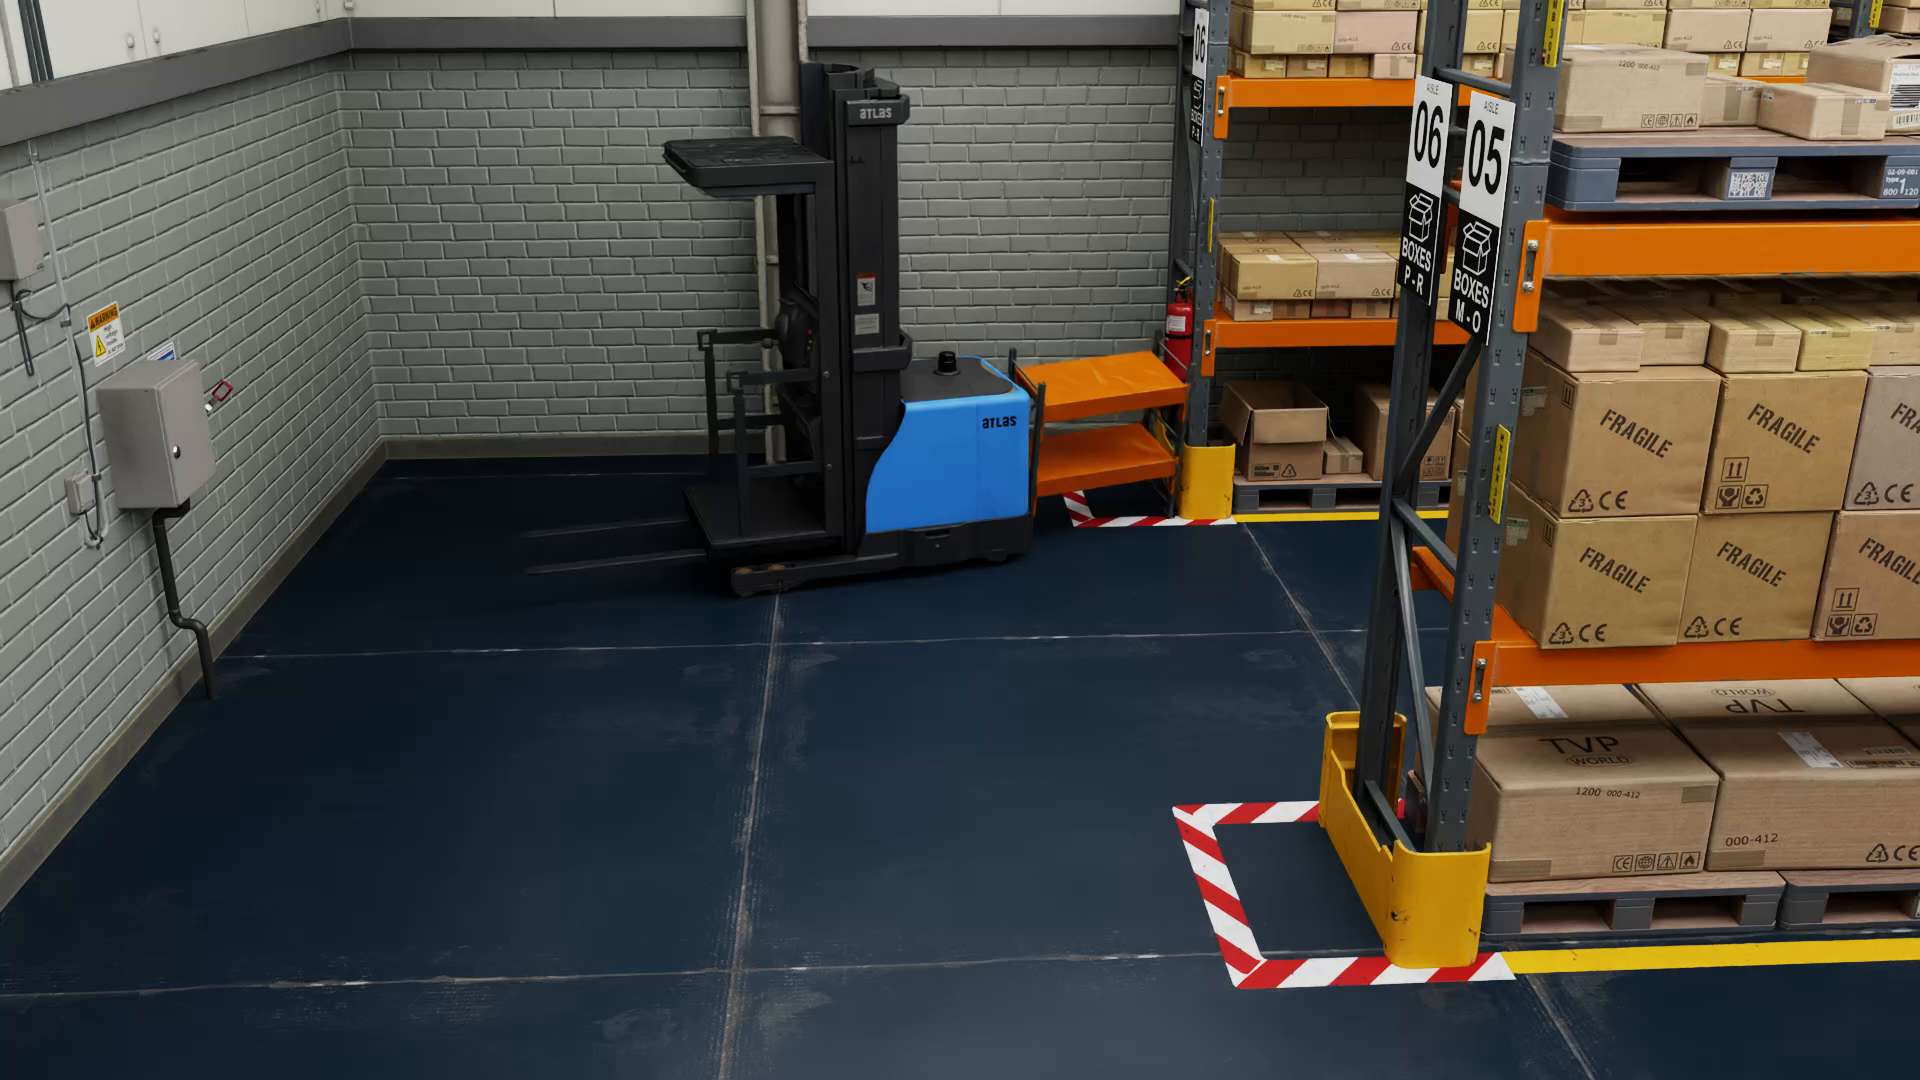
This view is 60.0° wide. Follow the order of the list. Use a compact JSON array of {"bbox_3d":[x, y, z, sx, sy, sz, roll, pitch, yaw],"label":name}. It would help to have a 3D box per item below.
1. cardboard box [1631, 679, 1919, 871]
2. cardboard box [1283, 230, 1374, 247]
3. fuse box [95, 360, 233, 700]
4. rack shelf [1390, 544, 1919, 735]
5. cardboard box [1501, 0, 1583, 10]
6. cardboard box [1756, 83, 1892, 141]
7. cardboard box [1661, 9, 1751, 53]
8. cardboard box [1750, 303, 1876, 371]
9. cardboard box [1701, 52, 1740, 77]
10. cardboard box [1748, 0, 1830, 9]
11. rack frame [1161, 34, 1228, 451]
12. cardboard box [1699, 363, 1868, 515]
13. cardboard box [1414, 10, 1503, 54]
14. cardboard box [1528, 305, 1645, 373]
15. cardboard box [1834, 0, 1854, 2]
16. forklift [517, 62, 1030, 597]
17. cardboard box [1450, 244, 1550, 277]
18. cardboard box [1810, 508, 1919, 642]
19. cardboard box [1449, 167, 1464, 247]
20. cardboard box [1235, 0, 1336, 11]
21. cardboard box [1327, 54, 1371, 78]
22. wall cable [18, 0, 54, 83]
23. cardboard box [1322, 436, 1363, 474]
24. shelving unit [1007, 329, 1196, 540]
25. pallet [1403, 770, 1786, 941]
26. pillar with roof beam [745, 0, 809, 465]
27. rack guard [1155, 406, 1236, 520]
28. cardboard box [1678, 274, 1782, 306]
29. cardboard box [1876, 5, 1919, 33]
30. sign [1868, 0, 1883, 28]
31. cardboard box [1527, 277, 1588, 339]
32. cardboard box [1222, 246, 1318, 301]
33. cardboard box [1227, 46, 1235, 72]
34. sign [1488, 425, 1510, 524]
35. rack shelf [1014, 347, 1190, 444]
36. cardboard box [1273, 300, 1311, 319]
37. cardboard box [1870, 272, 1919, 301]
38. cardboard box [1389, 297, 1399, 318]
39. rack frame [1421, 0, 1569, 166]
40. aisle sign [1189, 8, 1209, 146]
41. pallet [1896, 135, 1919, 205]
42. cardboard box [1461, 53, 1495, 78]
[{"bbox_3d":[3.376,0.951,6.917,0.875,0.438,0.875,-1,21,-2],"label":"cardboard box"},{"bbox_3d":[2.481,-1.925,11.254,0.500,0.250,0.500,-1,21,-3],"label":"cardboard box"},{"bbox_3d":[-3.793,-0.003,8.225,0.414,1.711,0.539,-1,21,-3],"label":"fuse box"},{"bbox_3d":[3.806,0.316,6.585,4.000,0.370,1.077,-1,21,-3],"label":"rack shelf"},{"bbox_3d":[3.497,-3.399,10.208,0.500,0.250,0.500,-1,21,-2],"label":"cardboard box"},{"bbox_3d":[2.909,-1.447,5.612,0.250,0.149,0.380,0,21,-1],"label":"cardboard box"},{"bbox_3d":[4.530,-3.181,10.338,0.500,0.250,0.500,-2,21,-5],"label":"cardboard box"},{"bbox_3d":[2.965,-0.712,5.818,0.250,0.149,0.380,-2,21,-5],"label":"cardboard box"},{"bbox_3d":[4.660,-2.990,10.395,0.250,0.149,0.380,0,21,-1],"label":"cardboard box"},{"bbox_3d":[5.025,-3.432,10.295,0.500,0.250,0.500,-1,21,-3],"label":"cardboard box"},{"bbox_3d":[1.522,-1.742,10.982,0.127,3.000,1.000,-1,21,-3],"label":"rack frame"},{"bbox_3d":[2.820,-0.415,5.949,0.500,0.500,0.500,-2,21,-5],"label":"cardboard box"},{"bbox_3d":[2.999,-3.149,10.252,0.500,0.250,0.500,-2,21,-5],"label":"cardboard box"},{"bbox_3d":[2.179,-0.705,5.800,0.250,0.149,0.380,-1,21,-2],"label":"cardboard box"},{"bbox_3d":[5.808,-3.538,10.685,0.250,0.149,0.380,-1,21,-4],"label":"cardboard box"},{"bbox_3d":[-1.143,-1.246,9.775,3.031,2.935,1.130,-6,22,-16],"label":"forklift"},{"bbox_3d":[3.509,-1.764,10.833,0.500,0.250,0.500,-2,21,-4],"label":"cardboard box"},{"bbox_3d":[3.317,0.042,6.154,0.500,0.500,0.500,-1,21,-3],"label":"cardboard box"},{"bbox_3d":[3.488,-2.106,10.675,0.500,0.500,0.500,-1,21,-2],"label":"cardboard box"},{"bbox_3d":[1.979,-3.367,10.122,0.500,0.250,0.500,-1,21,-4],"label":"cardboard box"},{"bbox_3d":[2.371,-2.964,10.329,0.250,0.149,0.380,-1,21,-3],"label":"cardboard box"},{"bbox_3d":[-4.015,-3.842,8.013,0.133,3.039,2.988,-1,21,-3],"label":"wall cable"},{"bbox_3d":[2.564,-0.580,11.345,0.250,0.149,0.380,-2,21,-5],"label":"cardboard box"},{"bbox_3d":[0.853,-0.676,10.632,1.048,1.125,0.538,-9,36,-19],"label":"shelving unit"},{"bbox_3d":[2.603,1.280,6.962,1.213,0.211,1.003,-1,21,-3],"label":"pallet"},{"bbox_3d":[-0.976,-3.282,6.595,0.400,9.000,9.100,-1,21,-3],"label":"pillar with roof beam"},{"bbox_3d":[1.598,-0.576,11.430,0.348,0.500,1.175,-1,21,-3],"label":"rack guard"},{"bbox_3d":[2.915,-0.914,6.349,0.250,0.149,0.380,-1,21,-2],"label":"cardboard box"},{"bbox_3d":[5.836,-3.216,10.258,0.250,0.149,0.380,-1,21,-2],"label":"cardboard box"},{"bbox_3d":[5.554,-3.274,10.063,0.005,0.325,0.100,-1,21,-3],"label":"sign"},{"bbox_3d":[2.156,-0.875,6.245,0.250,0.149,0.380,-1,21,-2],"label":"cardboard box"},{"bbox_3d":[1.990,-1.725,10.728,0.500,0.250,0.500,-1,21,-3],"label":"cardboard box"},{"bbox_3d":[1.828,-3.115,10.725,0.250,0.149,0.380,-1,21,-2],"label":"cardboard box"},{"bbox_3d":[1.835,-0.223,5.664,0.005,0.325,0.100,-1,21,-3],"label":"sign"},{"bbox_3d":[0.871,-0.920,10.470,1.000,0.278,0.538,-9,36,-19],"label":"rack shelf"},{"bbox_3d":[2.117,-1.556,10.845,0.250,0.149,0.380,-1,21,-2],"label":"cardboard box"},{"bbox_3d":[3.690,-0.919,6.361,0.250,0.149,0.380,0,21,-1],"label":"cardboard box"},{"bbox_3d":[2.898,-1.564,10.867,0.250,0.149,0.380,-1,21,-2],"label":"cardboard box"},{"bbox_3d":[1.809,-2.783,5.283,0.127,3.000,1.000,-1,21,-3],"label":"rack frame"},{"bbox_3d":[1.471,-2.852,10.241,0.004,0.787,0.394,-1,21,-3],"label":"aisle sign"},{"bbox_3d":[3.770,-1.384,5.950,1.213,0.211,1.003,-1,21,-3],"label":"pallet"},{"bbox_3d":[3.130,-2.968,10.338,0.250,0.149,0.380,-1,21,-4],"label":"cardboard box"}]
